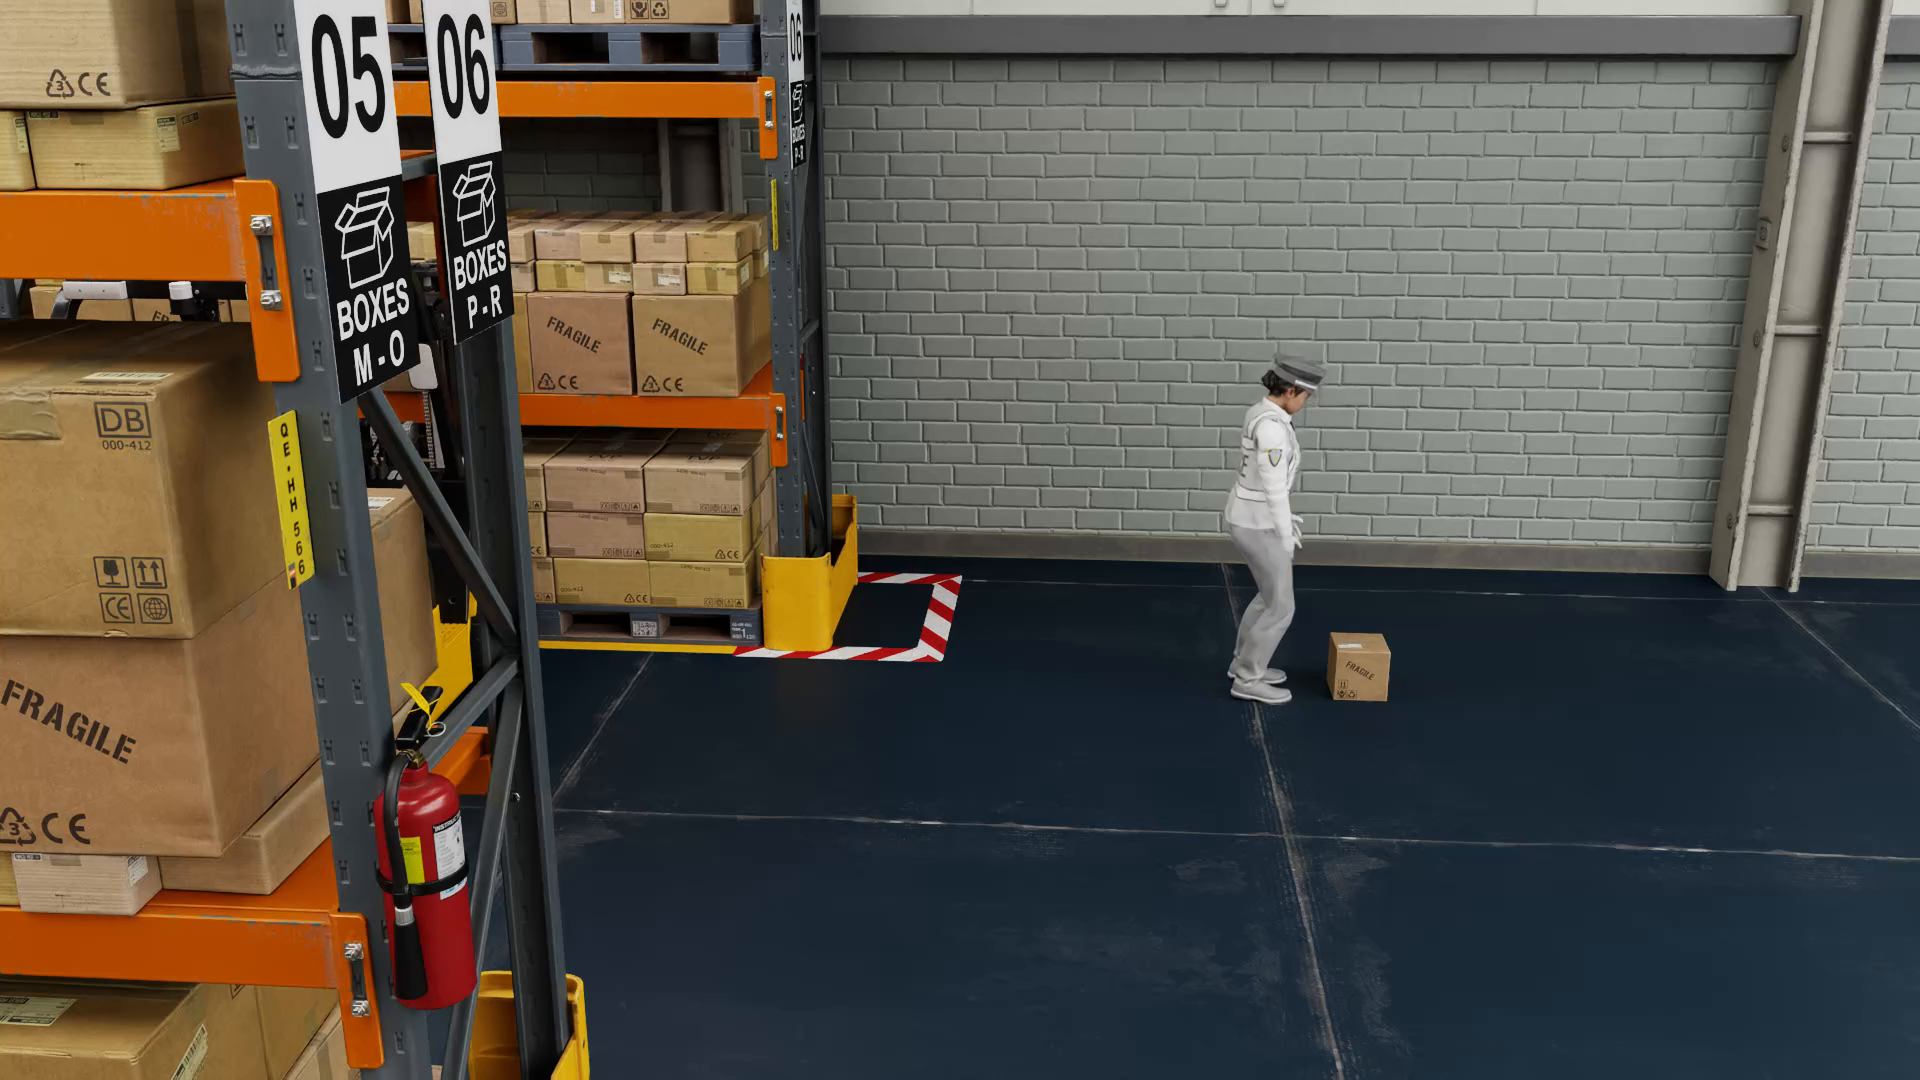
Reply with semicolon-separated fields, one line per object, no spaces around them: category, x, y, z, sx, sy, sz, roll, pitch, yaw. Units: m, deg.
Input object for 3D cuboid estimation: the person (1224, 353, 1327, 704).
person;1.457;-0.062;7.814;0.428;1.635;0.496;2;18;5
